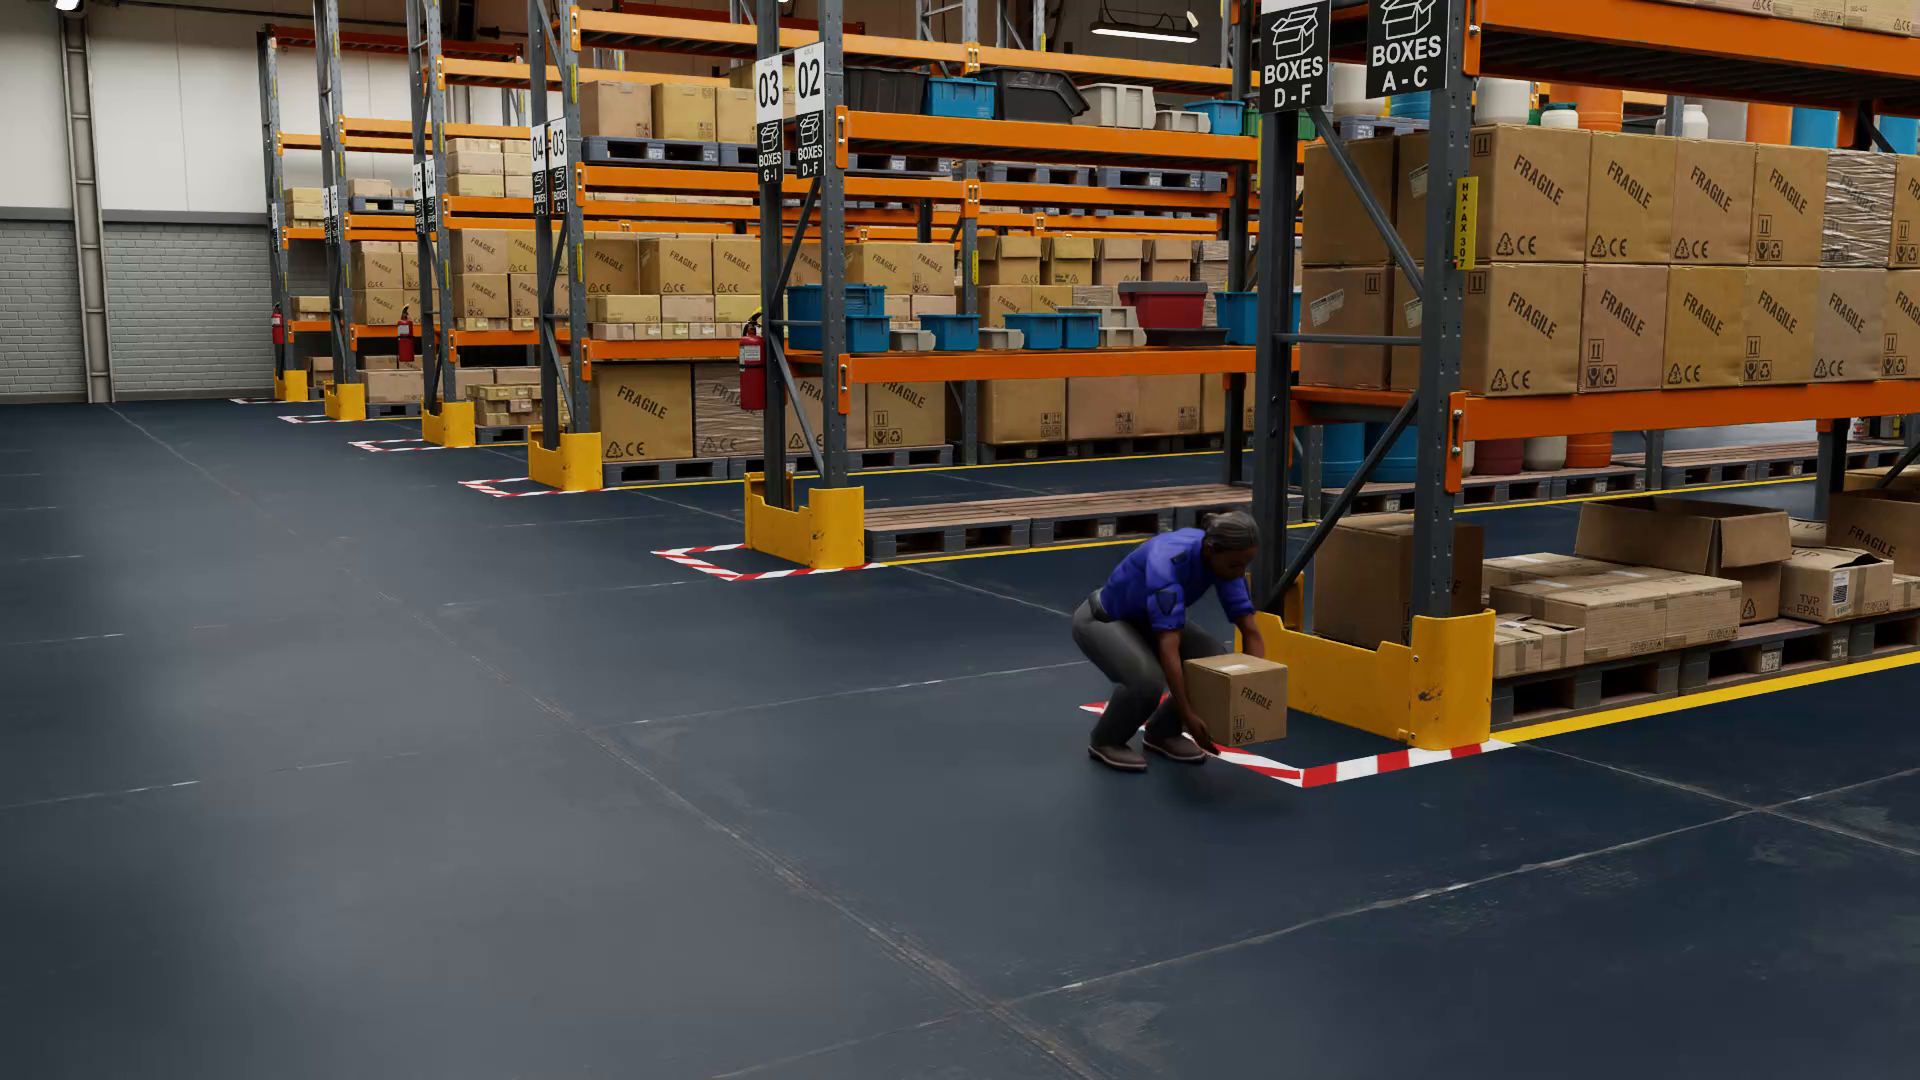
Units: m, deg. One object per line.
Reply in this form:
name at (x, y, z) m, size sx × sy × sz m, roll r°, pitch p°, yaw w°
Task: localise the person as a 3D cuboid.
person at (0.761, 0.347, 5.929) m, size 0.483 × 0.955 × 0.810 m, roll -5°, pitch 10°, yaw -31°
